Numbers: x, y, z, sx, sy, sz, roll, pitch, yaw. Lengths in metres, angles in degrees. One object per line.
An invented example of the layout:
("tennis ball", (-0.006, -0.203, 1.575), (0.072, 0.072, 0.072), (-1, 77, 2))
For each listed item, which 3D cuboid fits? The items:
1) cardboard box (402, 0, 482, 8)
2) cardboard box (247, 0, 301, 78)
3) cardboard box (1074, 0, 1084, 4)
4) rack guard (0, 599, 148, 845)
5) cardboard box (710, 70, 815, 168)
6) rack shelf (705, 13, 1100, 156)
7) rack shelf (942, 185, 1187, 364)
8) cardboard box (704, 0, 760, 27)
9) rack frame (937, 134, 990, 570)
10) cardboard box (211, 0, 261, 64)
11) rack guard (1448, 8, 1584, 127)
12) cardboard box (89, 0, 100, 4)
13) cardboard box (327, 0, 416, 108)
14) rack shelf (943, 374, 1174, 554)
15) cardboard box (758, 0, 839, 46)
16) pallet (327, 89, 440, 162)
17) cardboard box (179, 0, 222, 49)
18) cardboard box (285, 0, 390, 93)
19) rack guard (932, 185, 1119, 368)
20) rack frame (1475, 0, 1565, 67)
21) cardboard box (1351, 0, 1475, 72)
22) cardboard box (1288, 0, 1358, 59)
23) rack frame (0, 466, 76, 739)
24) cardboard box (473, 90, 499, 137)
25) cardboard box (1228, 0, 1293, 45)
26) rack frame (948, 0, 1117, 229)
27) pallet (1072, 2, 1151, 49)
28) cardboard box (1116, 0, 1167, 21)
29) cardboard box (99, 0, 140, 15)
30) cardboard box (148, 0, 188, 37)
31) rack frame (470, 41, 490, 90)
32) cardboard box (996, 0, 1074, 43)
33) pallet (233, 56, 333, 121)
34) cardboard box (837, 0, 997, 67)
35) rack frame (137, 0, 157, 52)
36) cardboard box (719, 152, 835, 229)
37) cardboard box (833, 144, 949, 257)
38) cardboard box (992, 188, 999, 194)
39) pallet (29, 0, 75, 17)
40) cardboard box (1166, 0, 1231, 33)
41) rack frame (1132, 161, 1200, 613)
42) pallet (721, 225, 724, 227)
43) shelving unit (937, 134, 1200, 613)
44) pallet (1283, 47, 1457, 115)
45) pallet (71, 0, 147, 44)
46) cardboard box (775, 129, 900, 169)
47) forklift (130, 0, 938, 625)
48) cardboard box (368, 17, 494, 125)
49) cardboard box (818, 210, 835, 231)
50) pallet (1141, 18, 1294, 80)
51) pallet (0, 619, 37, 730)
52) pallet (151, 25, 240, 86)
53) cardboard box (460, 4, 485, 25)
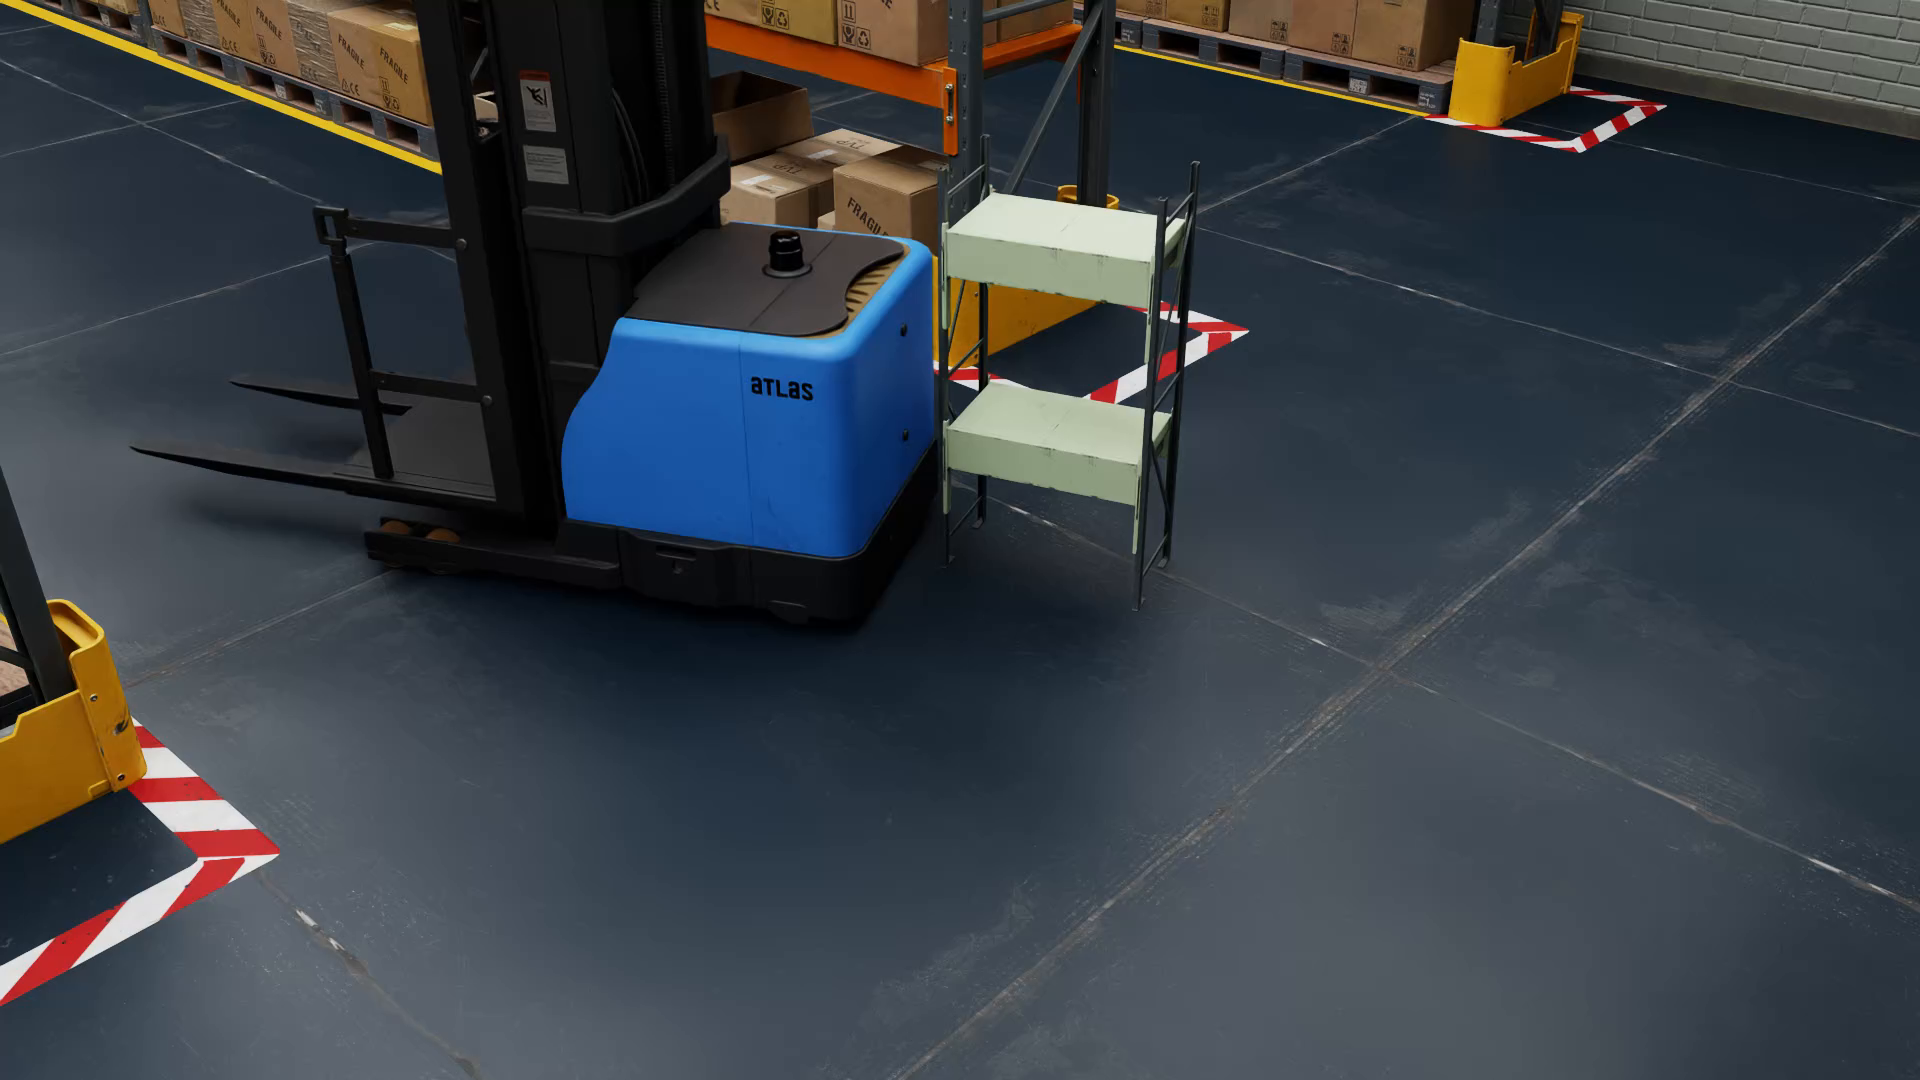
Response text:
("cardboard box", (-3.237, -3.249, 10.736), (0.500, 0.500, 0.500), (26, 39, 36))
("cardboard box", (-4.308, -3.393, 10.974), (0.500, 0.500, 0.500), (24, 38, 34))
("cardboard box", (1.168, -4.397, 12.663), (0.500, 0.500, 0.700), (26, 39, 36))
("rack guard", (-2.973, 0.661, 4.668), (0.348, 0.500, 1.175), (25, 39, 35))
("cardboard box", (-1.242, -2.162, 8.926), (0.637, 0.503, 0.797), (25, 39, 35))
("rack shelf", (-1.156, -2.690, 8.508), (4.000, 0.370, 1.077), (25, 39, 35))
("rack shelf", (0.352, -0.892, 5.522), (0.720, 0.370, 0.431), (12, 33, 19))
("cardboard box", (-0.941, -2.753, 7.818), (0.500, 0.500, 0.500), (25, 39, 35))
("rack frame", (0.014, -0.631, 5.844), (0.023, 1.500, 0.400), (12, 33, 19))
("cardboard box", (-4.698, -3.571, 11.271), (0.500, 0.500, 0.500), (24, 39, 34))
("rack guard", (3.666, -3.123, 10.953), (0.348, 0.500, 1.175), (25, 39, 35))
("cardboard box", (-6.543, -4.343, 12.815), (0.500, 0.250, 0.500), (25, 39, 35))
("cardboard box", (-3.558, -3.044, 10.395), (0.500, 0.500, 0.500), (25, 39, 35))
("rack shelf", (0.352, -0.279, 5.891), (0.720, 0.370, 0.431), (12, 33, 19))
("cardboard box", (-0.575, -2.578, 7.528), (0.500, 0.500, 0.500), (25, 39, 35))
("pallet", (-3.267, -2.763, 10.635), (1.213, 0.211, 1.003), (25, 39, 35))
("cardboard box", (-5.067, -3.747, 11.563), (0.500, 0.500, 0.500), (23, 38, 33))
("cardboard box", (-3.929, -3.218, 10.684), (0.500, 0.500, 0.500), (26, 39, 36))
("rack guard", (0.271, -1.262, 7.861), (0.348, 0.500, 1.175), (25, 39, 35))
("rack frame", (3.648, -4.202, 10.322), (0.127, 3.000, 1.000), (25, 39, 35))
("cardboard box", (3.062, -3.515, 11.197), (0.500, 0.500, 0.700), (25, 39, 35))
("cardboard box", (2.691, -3.688, 11.485), (0.500, 0.500, 0.700), (25, 39, 35))
("rack frame", (-2.999, -0.414, 4.029), (0.127, 3.000, 1.000), (25, 39, 35))
("cardboard box", (-2.473, -2.499, 9.674), (0.500, 0.311, 0.500), (25, 39, 35))
("cardboard box", (2.318, -3.862, 11.773), (0.500, 0.500, 0.700), (24, 38, 34))
("rack frame", (0.327, -2.306, 7.173), (0.127, 3.000, 1.000), (25, 39, 35))
("pallet", (1.194, -4.099, 12.854), (1.213, 0.211, 1.003), (25, 39, 35))
("cardboard box", (1.539, -4.222, 12.372), (0.500, 0.500, 0.700), (25, 39, 35))
("cardboard box", (-6.158, -4.166, 12.521), (0.500, 0.250, 0.500), (26, 40, 36))
("cardboard box", (-5.459, -3.926, 11.860), (0.500, 0.500, 0.500), (27, 40, 37))
("rack frame", (-2.639, -3.691, 9.473), (0.127, 3.000, 1.000), (25, 39, 35))
("cardboard box", (0.175, -2.604, 7.570), (0.500, 0.500, 0.500), (26, 40, 36))
("pallet", (-4.176, -3.185, 11.337), (1.213, 0.211, 1.003), (25, 39, 35))
("cardboard box", (-0.188, -2.400, 7.232), (0.500, 0.500, 0.500), (26, 40, 36))
("rack frame", (-5.604, -5.075, 11.772), (0.127, 3.000, 1.000), (25, 39, 35))
("cardboard box", (-0.926, -1.751, 8.490), (0.500, 0.250, 0.500), (25, 39, 35))
("cardboard box", (-0.241, -1.518, 7.860), (0.500, 0.500, 0.500), (25, 39, 35))
("cardboard box", (0.062, -1.644, 8.393), (0.250, 0.166, 0.380), (25, 39, 35))
("pallet", (-7.089, -4.603, 13.691), (1.213, 0.211, 1.003), (25, 39, 35))
("cardboard box", (1.918, -4.044, 12.075), (0.500, 0.500, 0.700), (26, 40, 36))
("rack frame", (0.689, -0.485, 5.602), (0.023, 1.500, 0.400), (12, 33, 19))
("pallet", (-1.221, -1.836, 9.095), (1.213, 0.211, 1.003), (25, 39, 35))
("shelving unit", (0.352, -0.558, 5.723), (0.755, 1.500, 0.431), (12, 33, 19))
("pallet", (3.003, -3.254, 11.451), (1.213, 0.211, 1.003), (25, 39, 35))
("pallet", (-6.188, -4.180, 12.989), (1.213, 0.211, 1.003), (25, 39, 35))
("cardboard box", (-0.627, -1.960, 8.836), (0.500, 0.250, 0.500), (25, 39, 35))
("forklift", (-1.660, -1.380, 5.701), (3.031, 2.935, 1.130), (8, 32, 13))
("cardboard box", (-3.197, -2.870, 10.105), (0.500, 0.500, 0.500), (25, 39, 35))
("cardboard box", (-0.481, -1.550, 8.236), (0.250, 0.166, 0.380), (25, 39, 35))
("pallet", (2.103, -3.676, 12.152), (1.213, 0.211, 1.003), (25, 39, 35))
("pallet", (-3.585, 0.481, 5.247), (1.213, 0.211, 1.003), (25, 39, 35))
("pallet", (-5.076, -3.608, 12.038), (1.213, 0.211, 1.003), (25, 39, 35))
("cardboard box", (-2.834, -3.069, 10.437), (0.500, 0.500, 0.500), (23, 38, 33))
